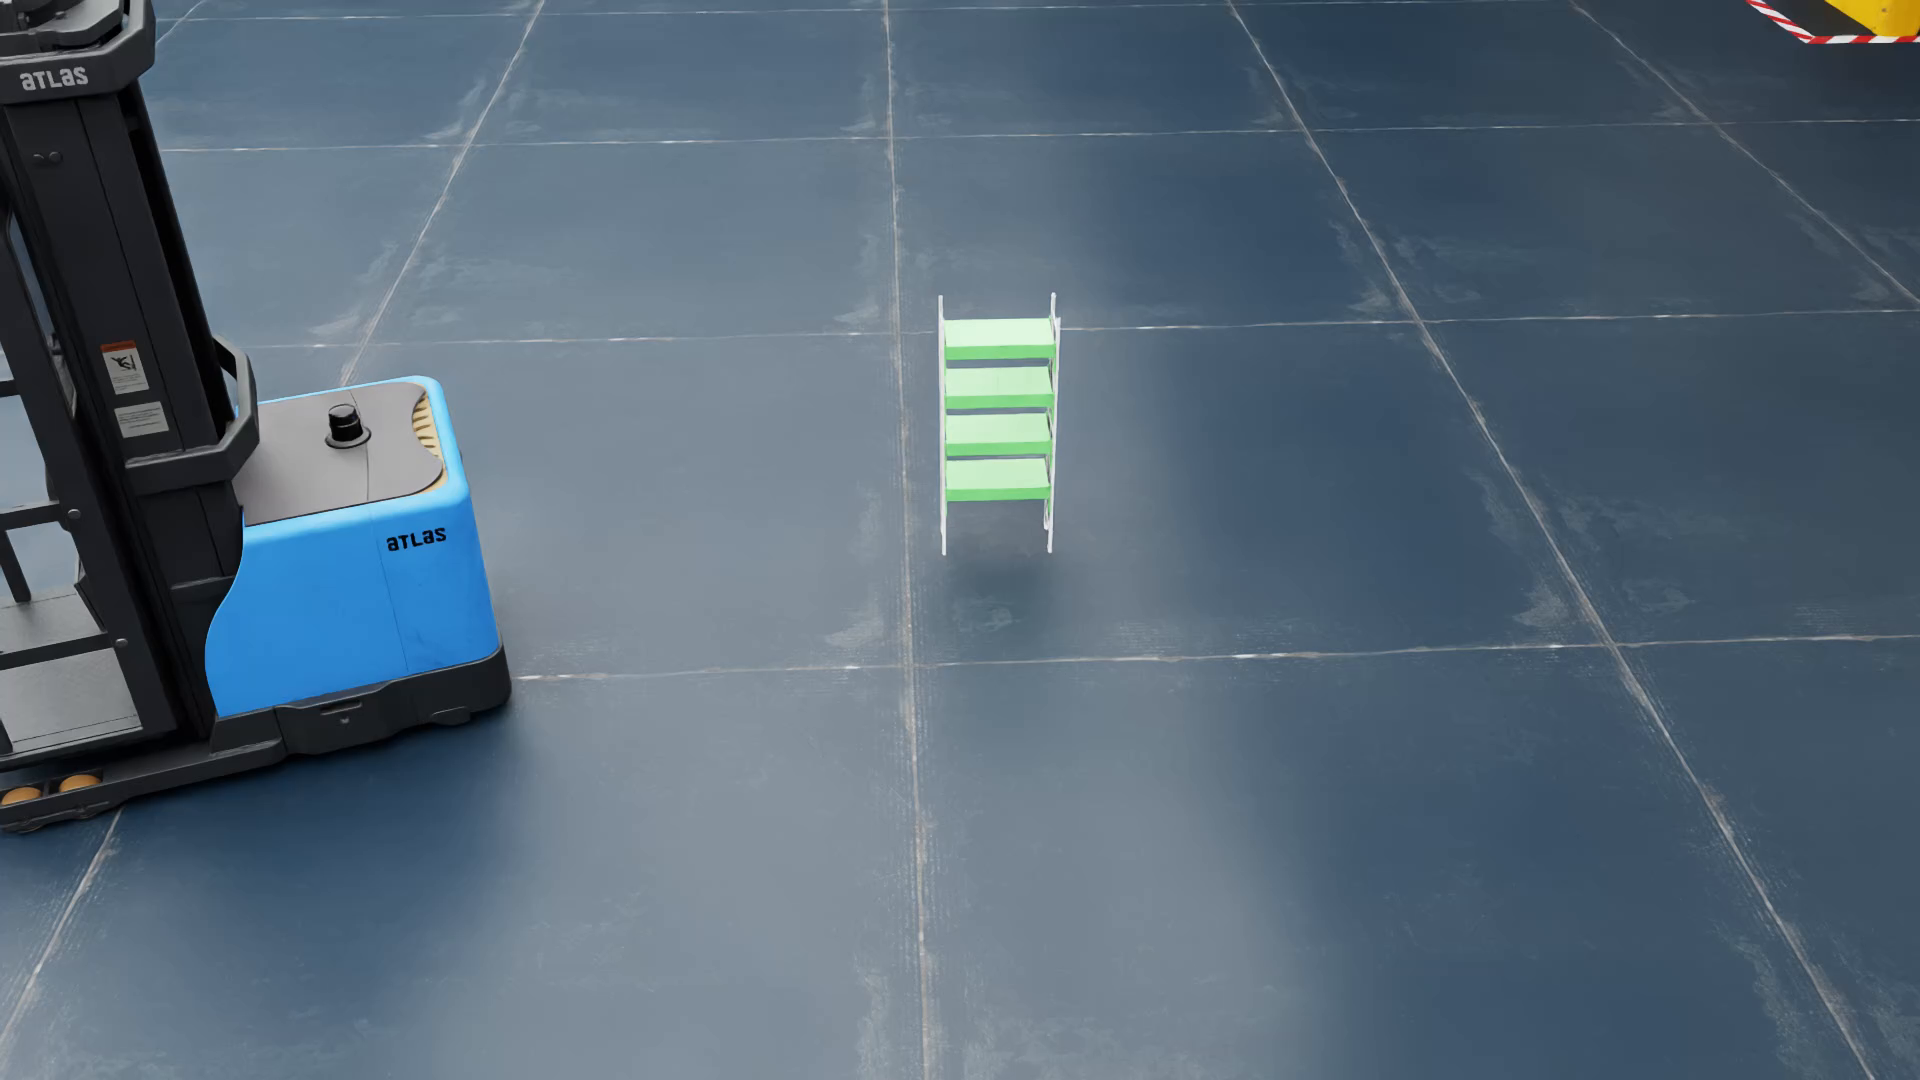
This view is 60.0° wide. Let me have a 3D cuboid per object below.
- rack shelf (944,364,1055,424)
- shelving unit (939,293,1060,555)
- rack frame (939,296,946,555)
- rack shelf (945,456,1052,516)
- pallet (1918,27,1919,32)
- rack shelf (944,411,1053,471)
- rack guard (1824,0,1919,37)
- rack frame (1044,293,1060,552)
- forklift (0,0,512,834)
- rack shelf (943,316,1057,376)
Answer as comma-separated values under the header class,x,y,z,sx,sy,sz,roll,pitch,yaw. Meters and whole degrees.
class,x,y,z,sx,sy,sz,roll,pitch,yaw
rack shelf,0.165,-0.643,7.315,0.480,0.148,0.258,-2,35,-2
shelving unit,0.165,-0.498,7.415,0.503,1.200,0.258,-2,35,-2
rack frame,-0.078,-0.491,7.405,0.015,1.200,0.240,-2,35,-2
rack shelf,0.165,-0.248,7.588,0.480,0.148,0.258,-2,35,-2
pallet,8.573,-4.613,14.230,1.213,0.211,1.003,-2,35,-2
rack shelf,0.165,-0.445,7.451,0.480,0.148,0.258,-2,35,-2
rack guard,7.762,-4.713,14.120,0.348,0.500,1.175,-2,35,-2
rack frame,0.409,-0.504,7.424,0.015,1.200,0.240,-2,35,-2
forklift,-3.387,-0.461,5.840,3.031,2.935,1.130,-12,37,-17
rack shelf,0.165,-0.840,7.178,0.480,0.148,0.258,-2,35,-2
